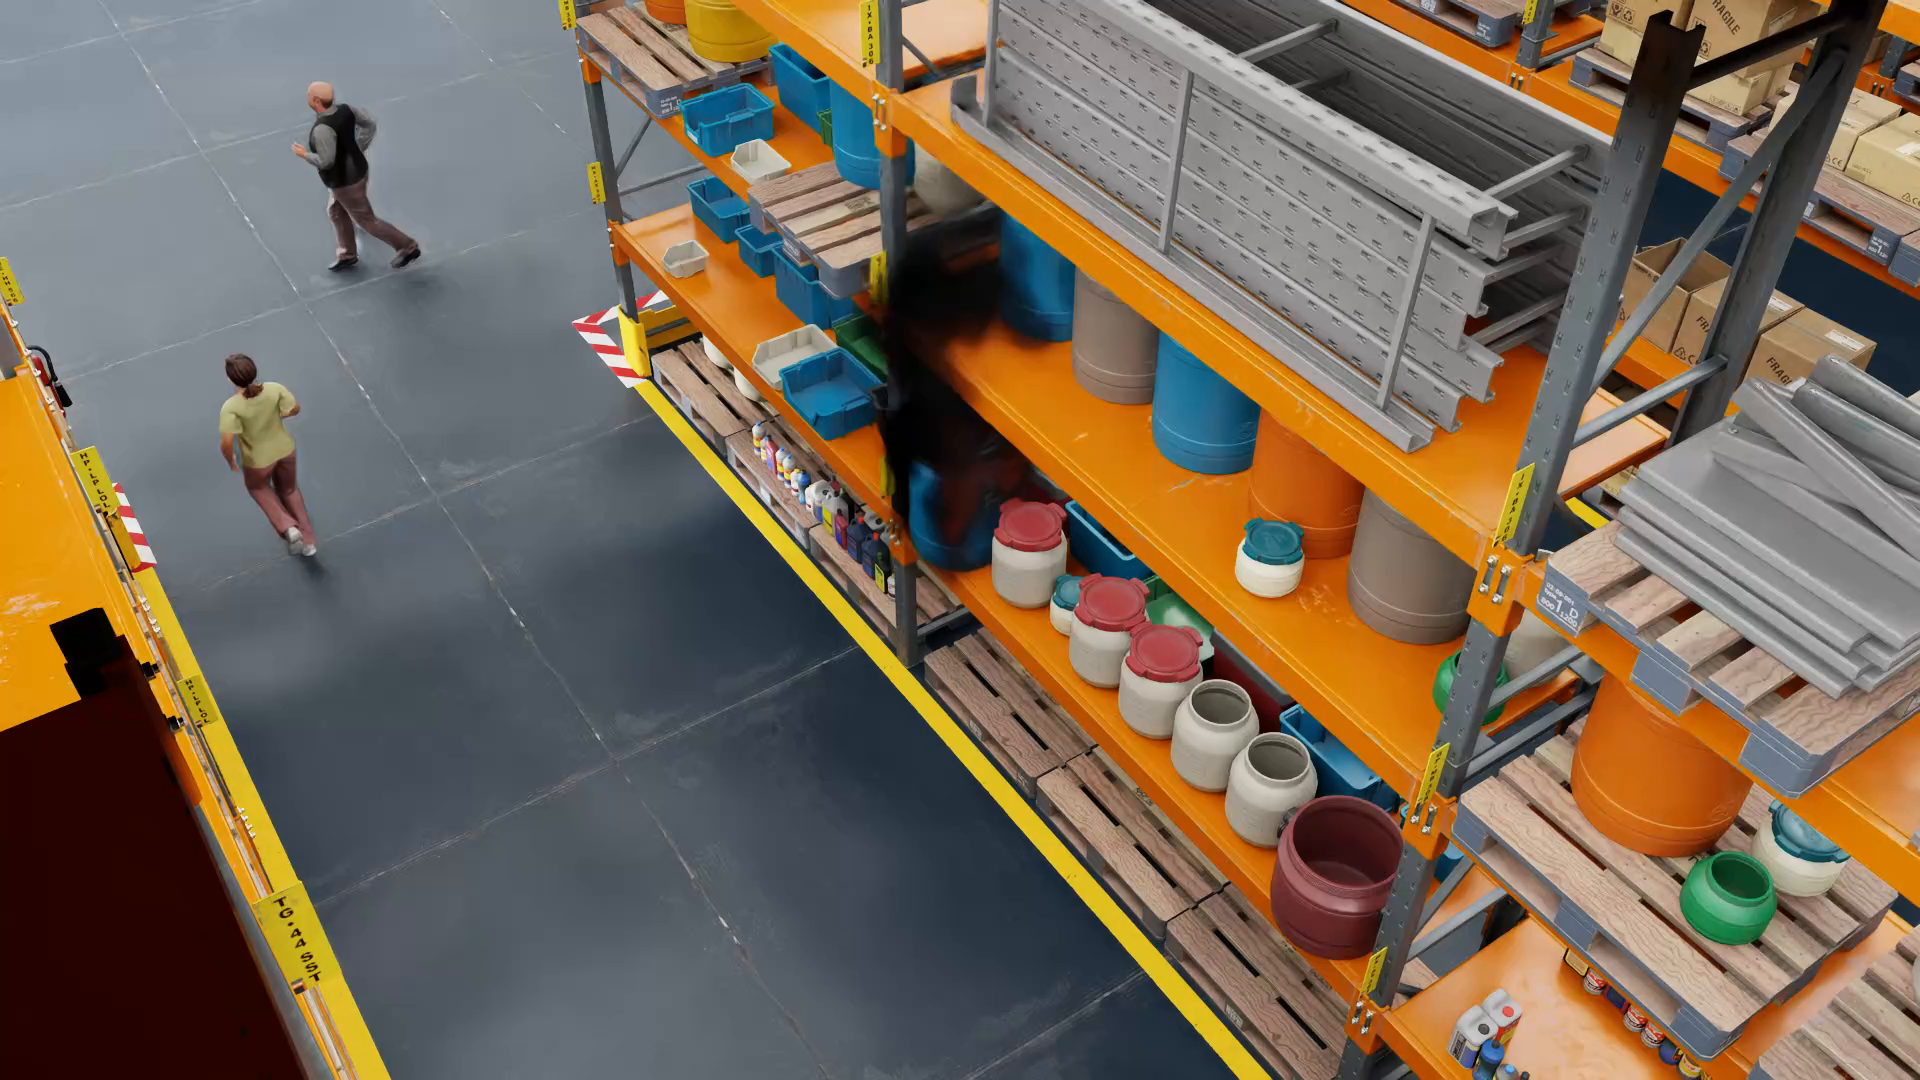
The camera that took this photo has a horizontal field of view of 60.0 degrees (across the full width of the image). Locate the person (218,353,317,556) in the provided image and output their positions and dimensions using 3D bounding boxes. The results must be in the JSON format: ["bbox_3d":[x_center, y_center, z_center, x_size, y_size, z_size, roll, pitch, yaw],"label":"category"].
[{"bbox_3d":[-4.649,-0.571,11.135,0.565,1.632,0.606,34,52,31],"label":"person"}]

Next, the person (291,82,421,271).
[{"bbox_3d":[-5.015,-2.930,13.677,0.858,1.766,0.636,-2,43,-2],"label":"person"}]

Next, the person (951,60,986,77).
[{"bbox_3d":[0.198,-4.888,15.865,0.850,1.718,0.486,-12,44,-12],"label":"person"}]
